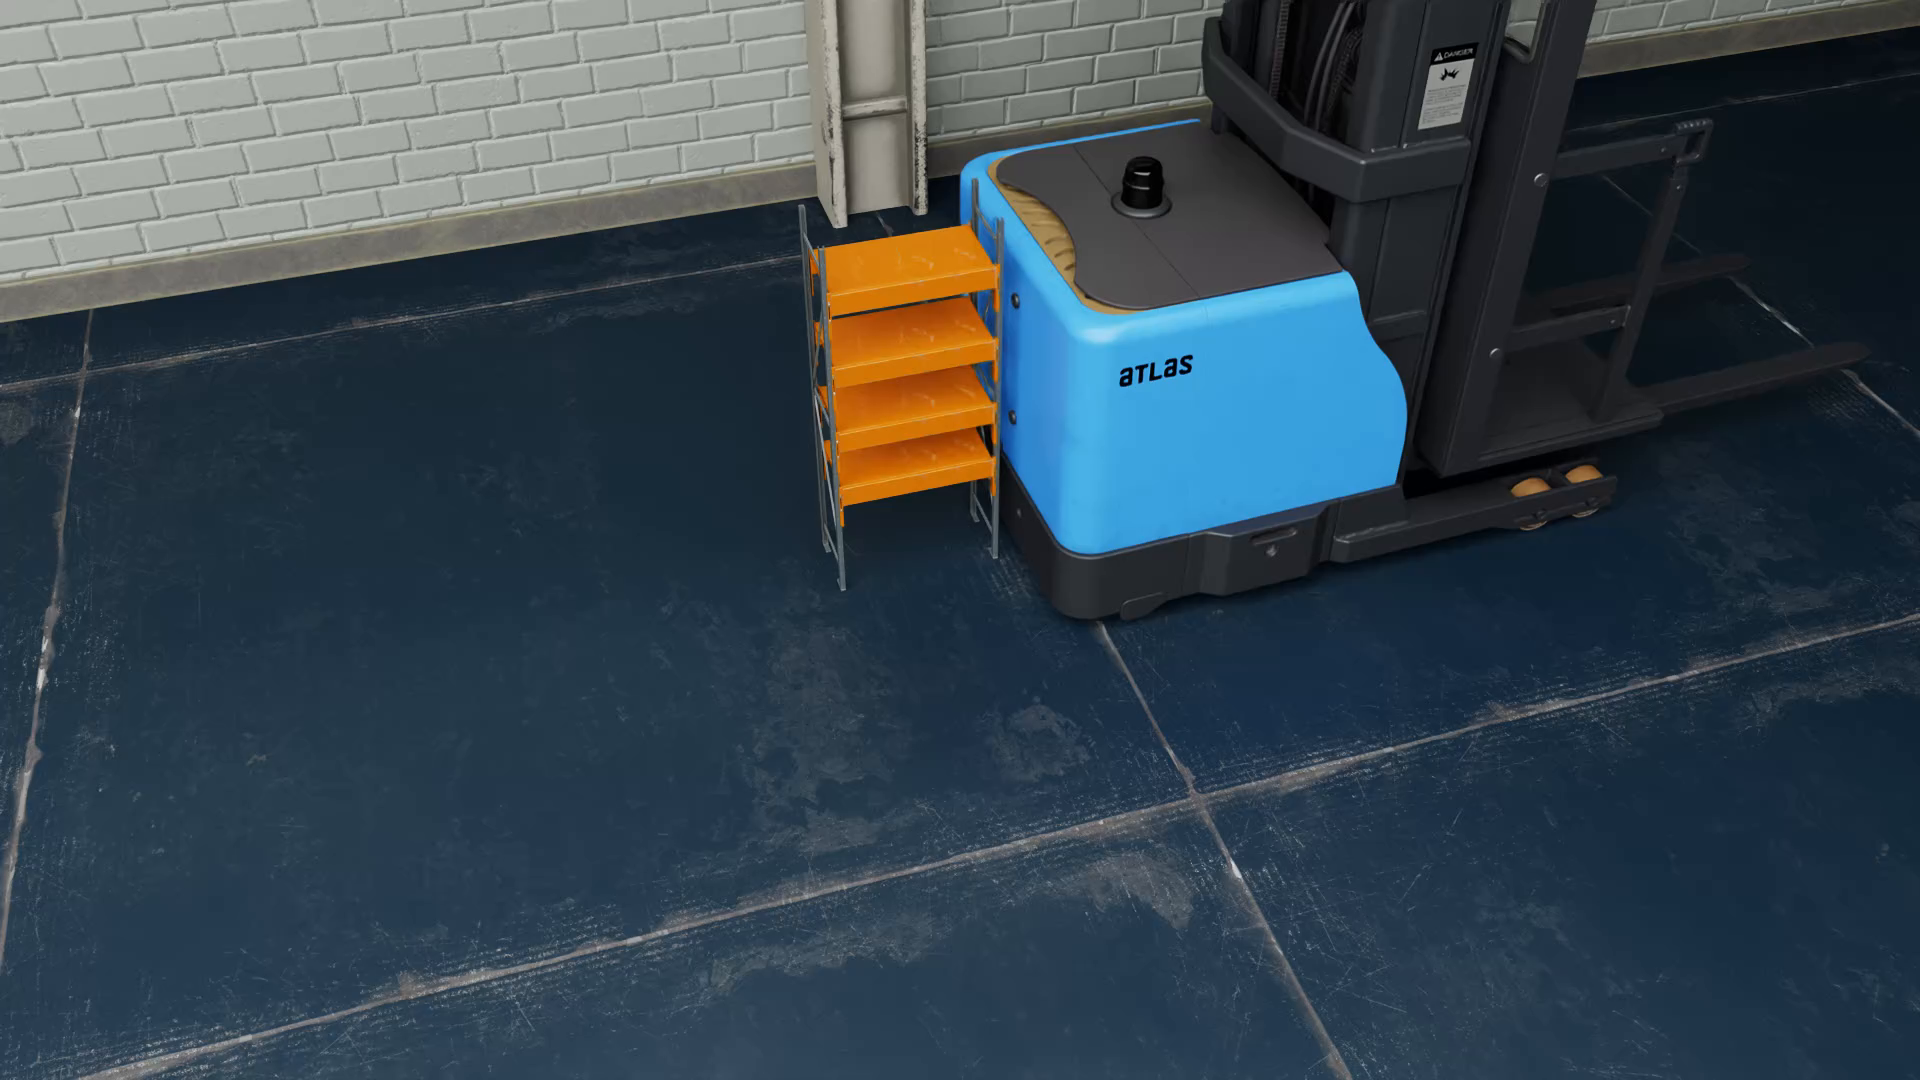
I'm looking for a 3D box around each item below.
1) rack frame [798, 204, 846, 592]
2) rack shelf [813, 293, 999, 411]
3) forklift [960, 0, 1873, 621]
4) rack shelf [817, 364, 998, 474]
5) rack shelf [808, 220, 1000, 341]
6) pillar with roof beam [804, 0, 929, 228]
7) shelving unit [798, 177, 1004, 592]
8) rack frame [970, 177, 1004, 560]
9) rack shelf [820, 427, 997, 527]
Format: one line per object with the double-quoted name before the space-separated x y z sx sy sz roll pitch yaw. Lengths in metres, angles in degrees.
"rack frame" -0.391 -0.371 4.763 0.015 1.200 0.240 -12 42 -13
"rack shelf" -0.158 -0.537 4.715 0.480 0.148 0.258 -12 42 -13
"forklift" 1.560 -1.451 4.683 3.031 2.935 1.130 -13 43 -14
"rack shelf" -0.158 -0.368 4.862 0.480 0.148 0.258 -12 42 -13
"rack shelf" -0.158 -0.715 4.559 0.480 0.148 0.258 -12 42 -13
"pillar with roof beam" 0.931 -2.075 0.786 0.400 9.000 9.100 -12 42 -13
"shelving unit" -0.158 -0.419 4.818 0.503 1.200 0.258 -12 42 -13
"rack frame" 0.075 -0.467 4.873 0.015 1.200 0.240 -12 42 -13
"rack shelf" -0.158 -0.219 4.993 0.480 0.148 0.258 -12 42 -13
